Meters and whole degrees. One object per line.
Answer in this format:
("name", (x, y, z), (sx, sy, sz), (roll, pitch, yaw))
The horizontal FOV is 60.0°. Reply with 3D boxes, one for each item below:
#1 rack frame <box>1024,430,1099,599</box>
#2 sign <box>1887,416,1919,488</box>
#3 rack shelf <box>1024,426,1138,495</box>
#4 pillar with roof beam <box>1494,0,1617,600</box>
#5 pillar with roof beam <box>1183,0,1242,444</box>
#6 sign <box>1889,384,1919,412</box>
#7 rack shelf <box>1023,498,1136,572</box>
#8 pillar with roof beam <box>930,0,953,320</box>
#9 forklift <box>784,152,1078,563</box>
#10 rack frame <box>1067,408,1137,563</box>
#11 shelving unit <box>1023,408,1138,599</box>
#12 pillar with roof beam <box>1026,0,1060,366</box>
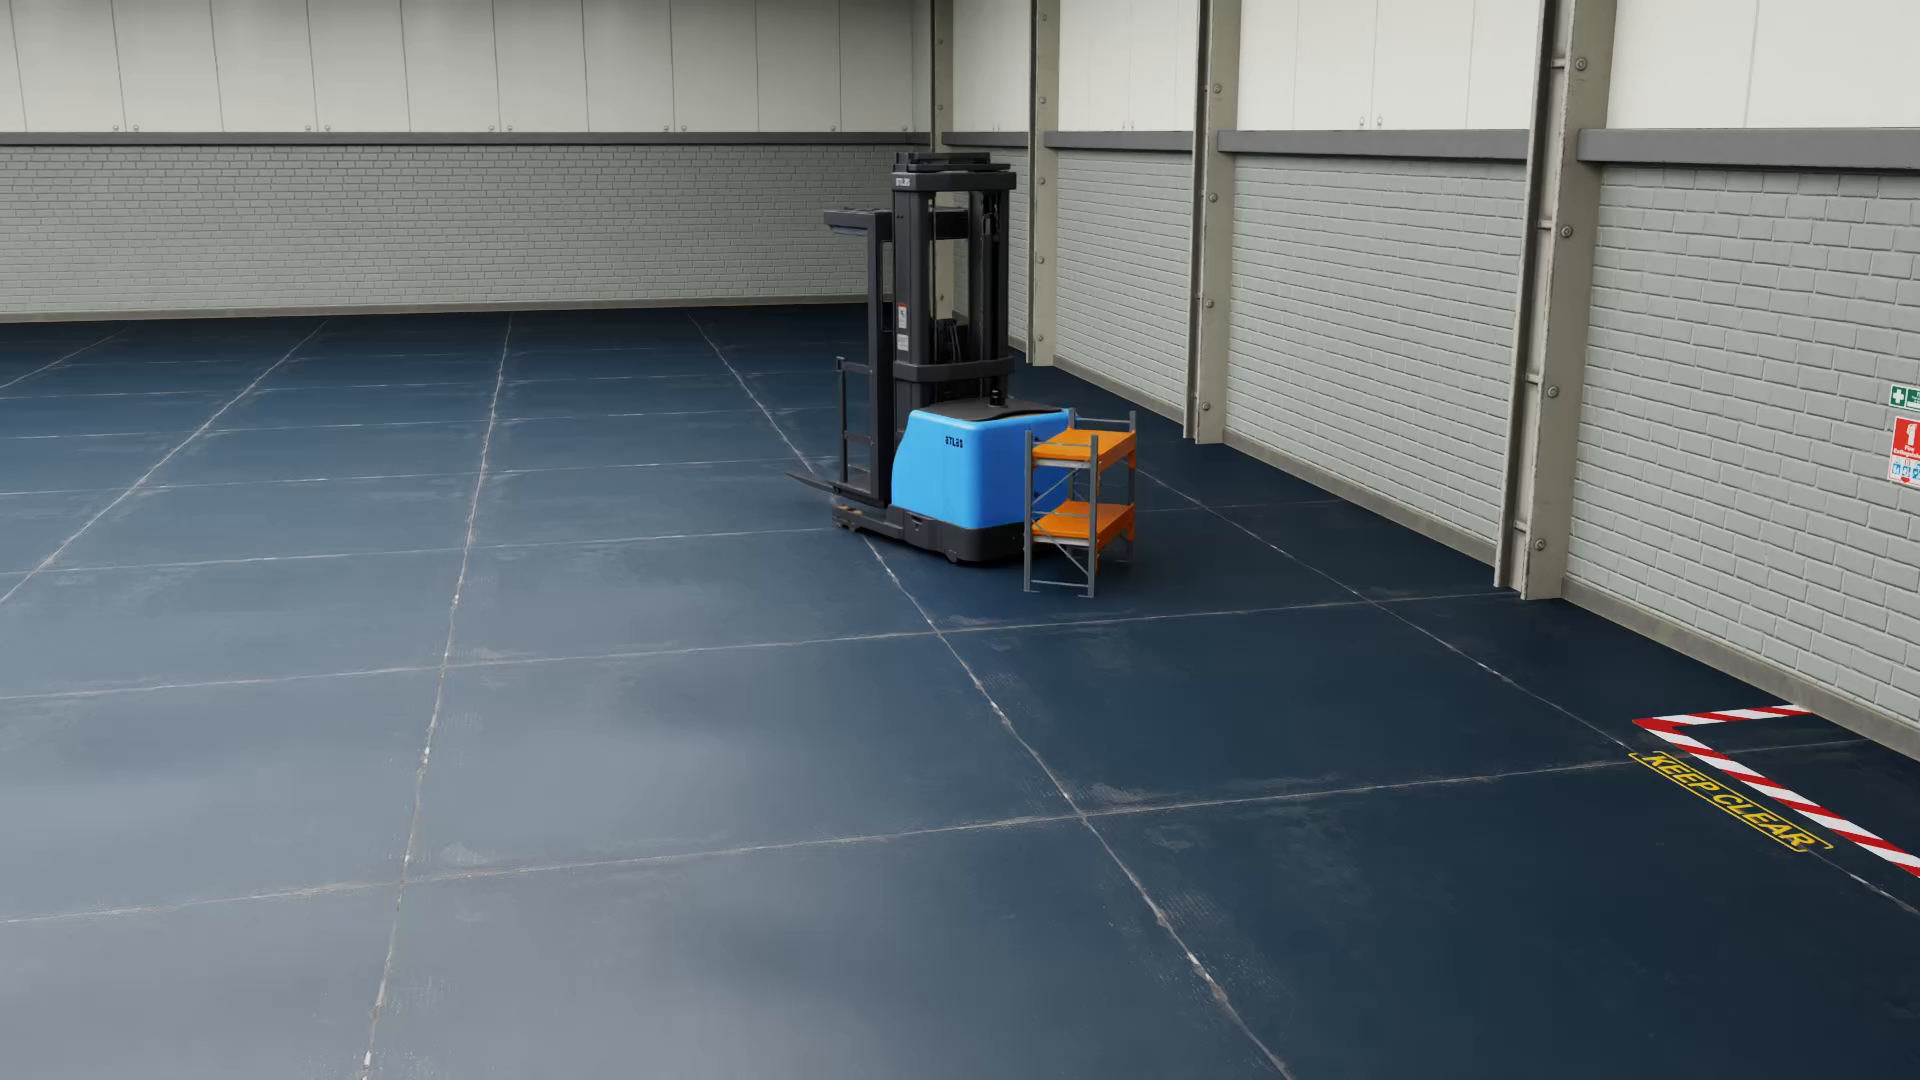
("rack frame", (0.682, -0.171, 11.259), (0.500, 1.125, 0.032), (5, 15, 20))
("sign", (4.763, -0.443, 8.345), (0.001, 0.329, 0.234), (-3, 14, -13))
("rack shelf", (0.858, -0.569, 11.652), (0.538, 0.278, 1.000), (5, 15, 20))
("pillar with roof beam", (-0.257, -3.779, 9.433), (9.100, 9.000, 0.400), (-3, 14, -13))
("pillar with roof beam", (-1.667, -5.163, 15.099), (9.100, 9.000, 0.400), (-3, 14, -13))
("sign", (4.756, -0.699, 8.276), (0.001, 0.109, 0.331), (-3, 14, -13))
("rack shelf", (0.858, -0.047, 11.780), (0.538, 0.278, 1.000), (5, 15, 20))
("pillar with roof beam", (-4.485, -7.931, 26.430), (9.100, 9.000, 0.400), (-3, 14, -13))
("forklift", (-0.372, -1.554, 13.112), (1.130, 2.935, 3.031), (-10, 17, -34))
("rack frame", (1.034, -0.398, 12.185), (0.500, 1.125, 0.032), (5, 15, 20))
("shelving unit", (0.858, -0.285, 11.722), (0.538, 1.125, 1.048), (5, 15, 20))
("pillar with roof beam", (-3.076, -6.547, 20.764), (9.100, 9.000, 0.400), (-3, 14, -13))
